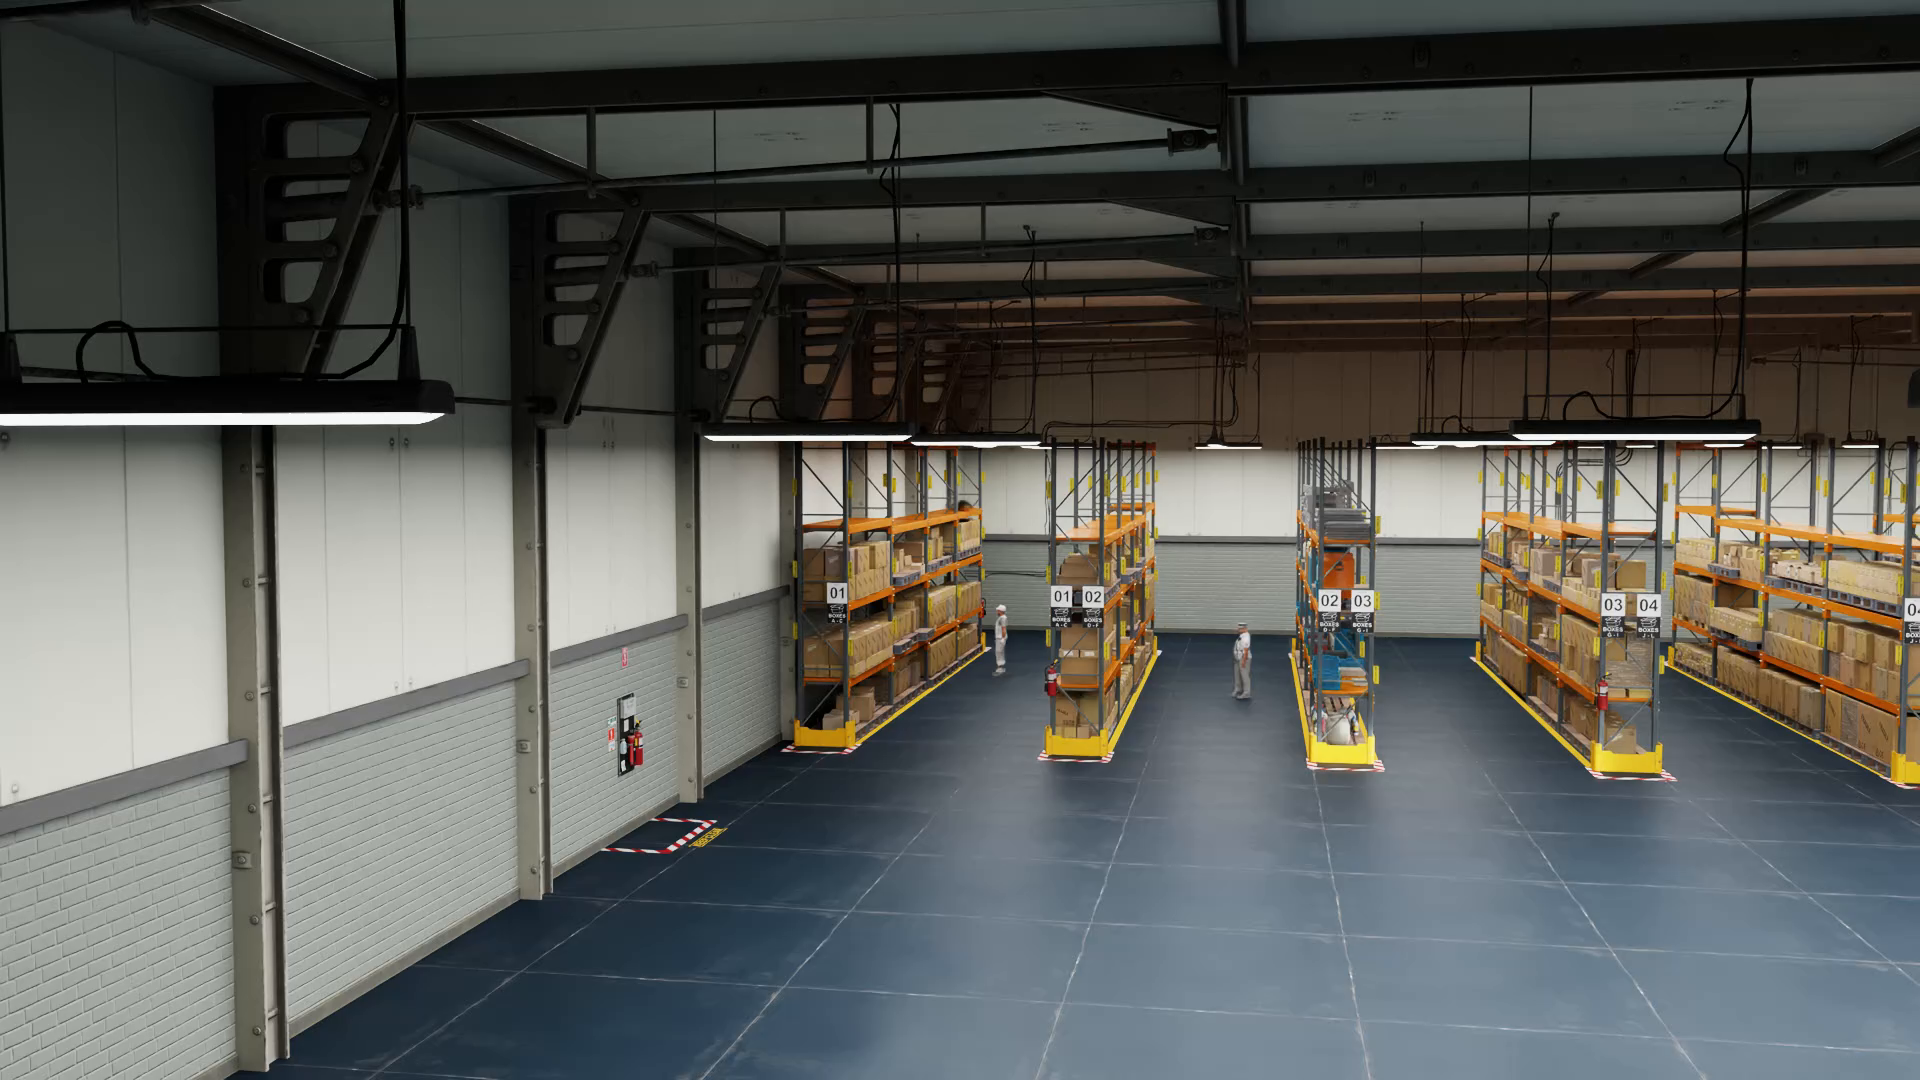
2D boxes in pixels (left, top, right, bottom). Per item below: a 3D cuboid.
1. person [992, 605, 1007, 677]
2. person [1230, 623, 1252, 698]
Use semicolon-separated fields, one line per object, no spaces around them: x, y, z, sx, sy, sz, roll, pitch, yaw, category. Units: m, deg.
1.014;2.576;42.575;0.390;1.812;0.687;0;3;0;person
6.562;2.796;38.784;0.470;1.744;0.594;0;3;-8;person
